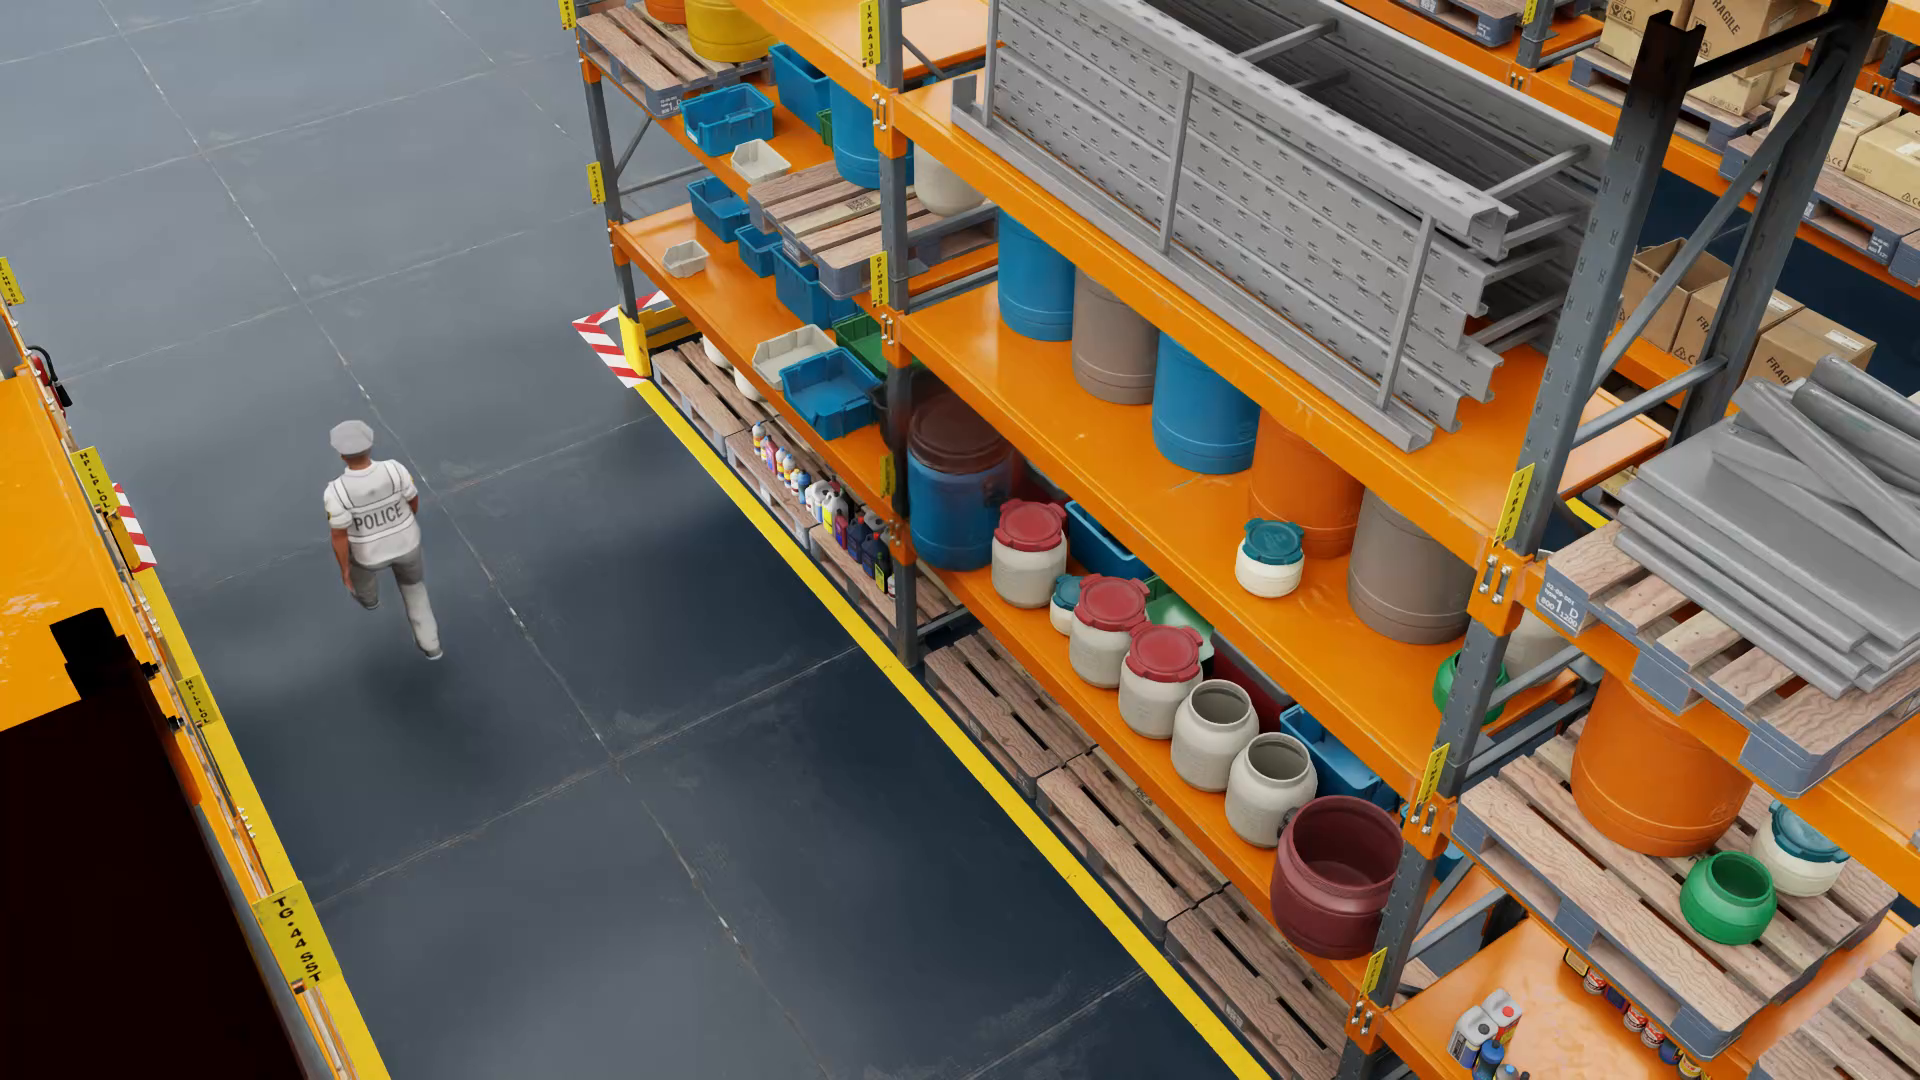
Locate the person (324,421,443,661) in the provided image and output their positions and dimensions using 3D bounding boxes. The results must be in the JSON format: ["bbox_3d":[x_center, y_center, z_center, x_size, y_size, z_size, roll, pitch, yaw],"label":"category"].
[{"bbox_3d":[-3.598,-0.084,10.245,0.578,1.619,0.970,-20,46,-20],"label":"person"}]
